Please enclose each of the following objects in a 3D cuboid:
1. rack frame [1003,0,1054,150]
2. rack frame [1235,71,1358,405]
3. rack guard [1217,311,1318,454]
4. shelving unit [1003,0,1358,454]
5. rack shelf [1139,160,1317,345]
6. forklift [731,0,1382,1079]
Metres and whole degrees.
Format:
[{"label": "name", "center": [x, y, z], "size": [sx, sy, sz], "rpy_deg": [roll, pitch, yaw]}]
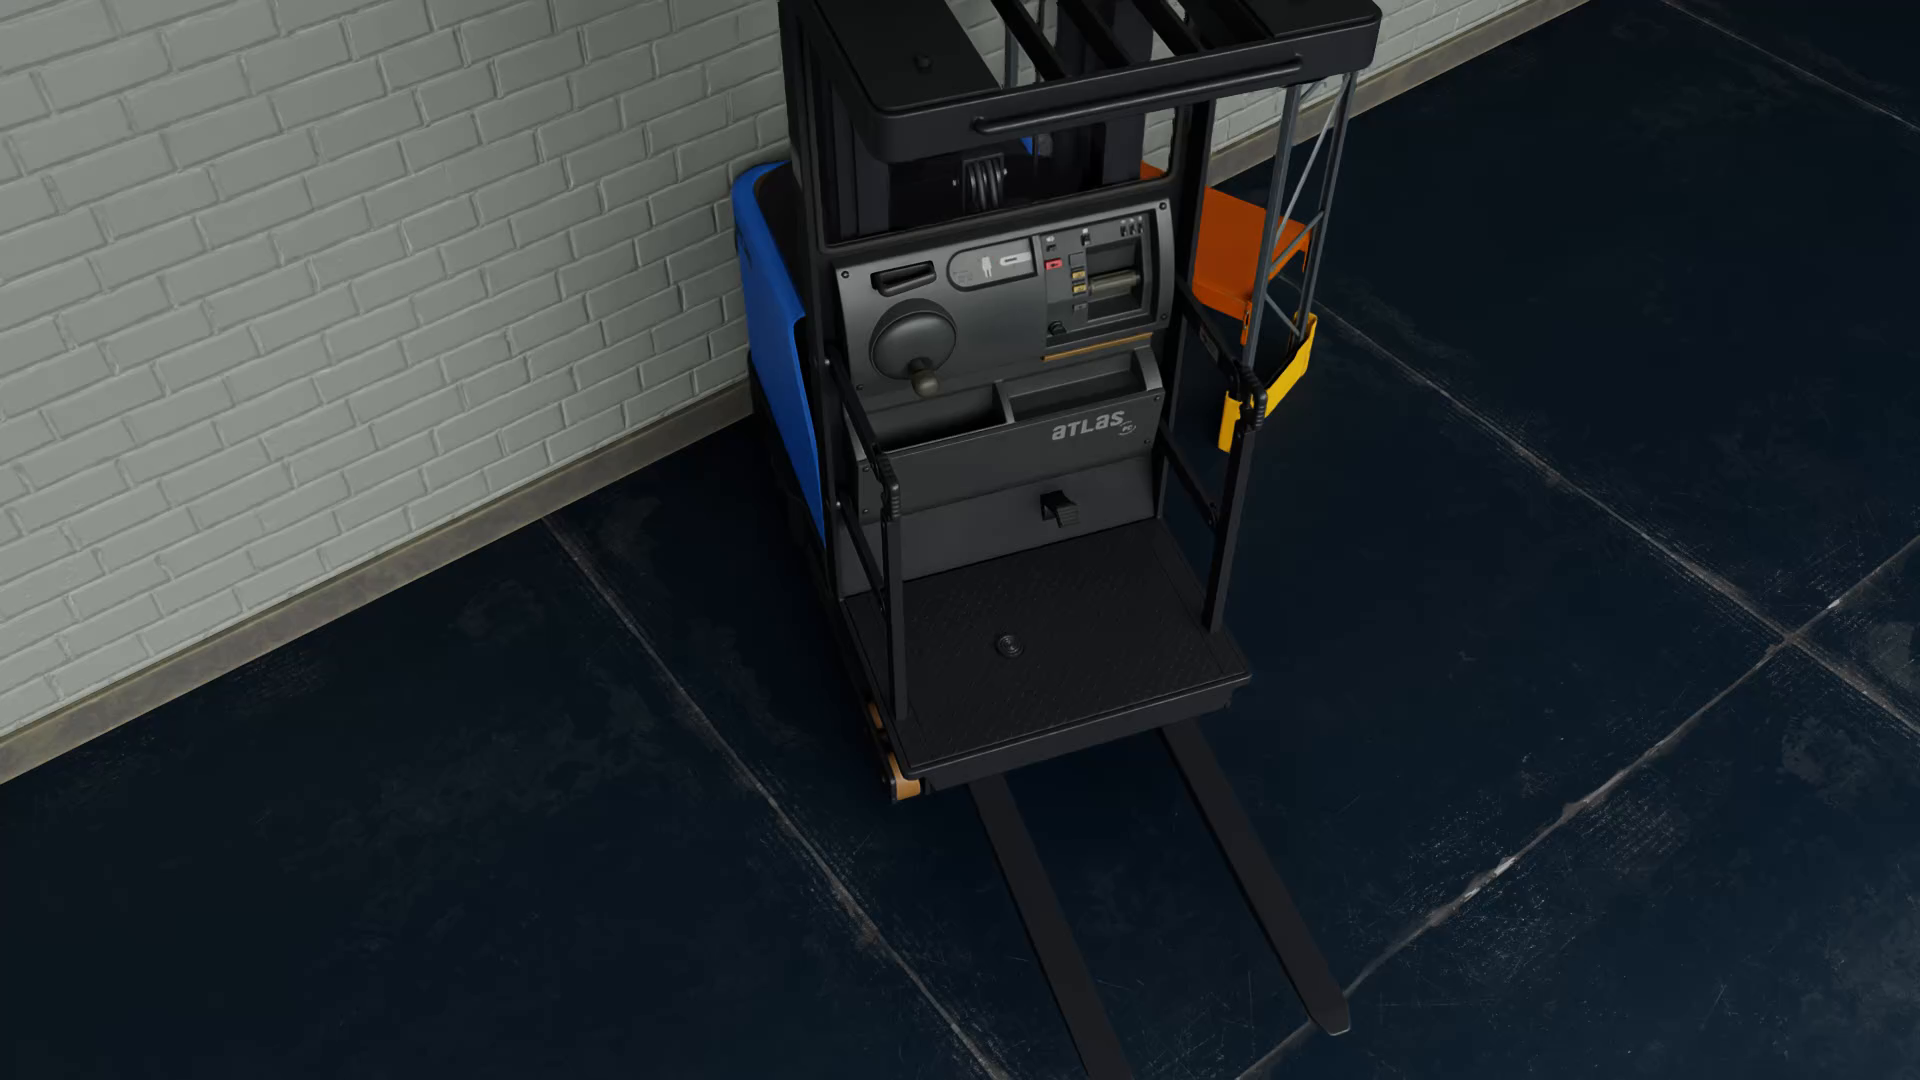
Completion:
[{"label": "rack frame", "center": [0.300, -1.436, 6.039], "size": [0.032, 1.500, 0.500], "rpy_deg": [27, 53, 23]}, {"label": "rack frame", "center": [1.132, -1.003, 5.647], "size": [0.032, 1.500, 0.500], "rpy_deg": [27, 53, 23]}, {"label": "rack guard", "center": [1.131, -0.584, 6.111], "size": [0.087, 0.250, 0.587], "rpy_deg": [27, 53, 23]}, {"label": "shelving unit", "center": [0.724, -1.216, 5.840], "size": [1.083, 1.500, 0.587], "rpy_deg": [27, 53, 23]}, {"label": "rack shelf", "center": [0.716, -1.099, 5.976], "size": [1.000, 0.185, 0.538], "rpy_deg": [27, 53, 23]}, {"label": "forklift", "center": [0.203, -0.548, 4.268], "size": [1.130, 2.935, 3.031], "rpy_deg": [-14, 49, -13]}]
